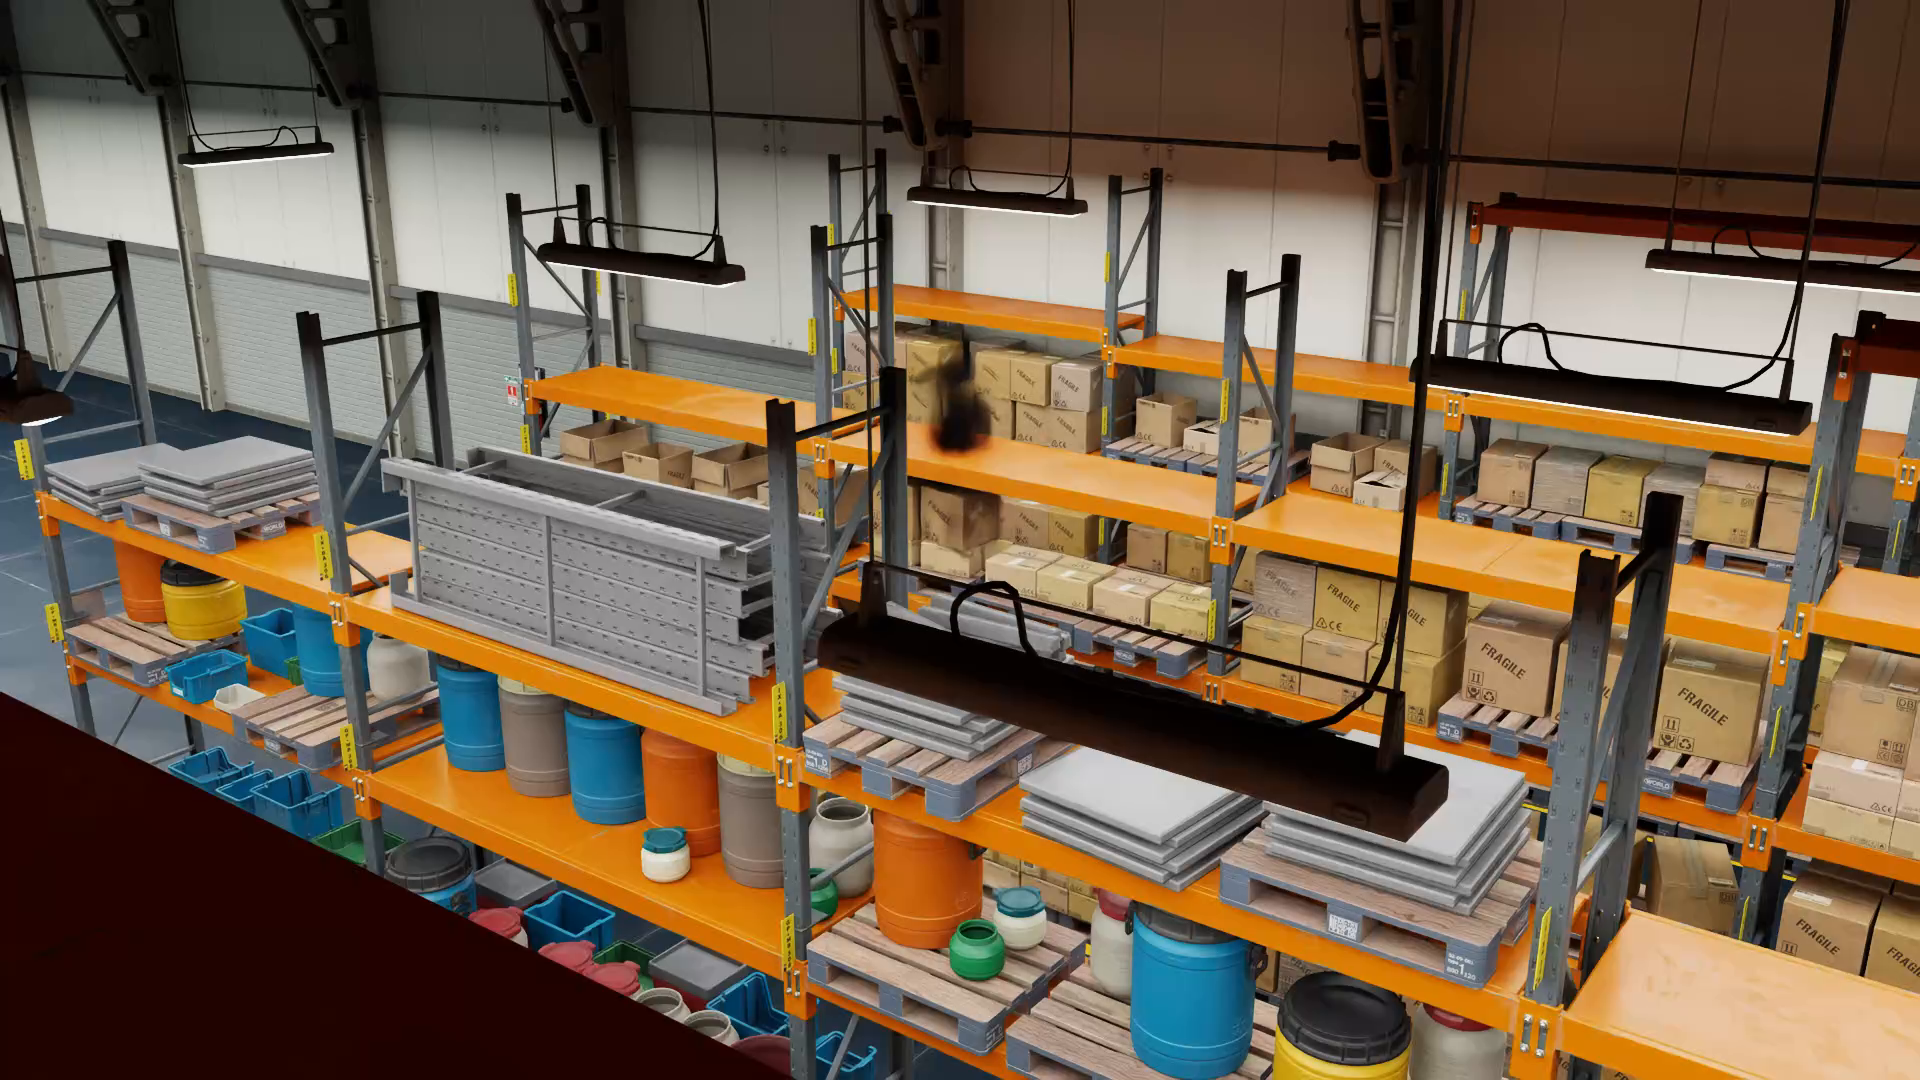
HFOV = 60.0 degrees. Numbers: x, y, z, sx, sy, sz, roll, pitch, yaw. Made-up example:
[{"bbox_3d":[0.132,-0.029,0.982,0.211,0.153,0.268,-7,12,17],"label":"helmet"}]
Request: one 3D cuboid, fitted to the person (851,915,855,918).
[{"bbox_3d":[-0.765,3.123,13.208,0.877,1.627,0.700,11,22,30],"label":"person"}]
